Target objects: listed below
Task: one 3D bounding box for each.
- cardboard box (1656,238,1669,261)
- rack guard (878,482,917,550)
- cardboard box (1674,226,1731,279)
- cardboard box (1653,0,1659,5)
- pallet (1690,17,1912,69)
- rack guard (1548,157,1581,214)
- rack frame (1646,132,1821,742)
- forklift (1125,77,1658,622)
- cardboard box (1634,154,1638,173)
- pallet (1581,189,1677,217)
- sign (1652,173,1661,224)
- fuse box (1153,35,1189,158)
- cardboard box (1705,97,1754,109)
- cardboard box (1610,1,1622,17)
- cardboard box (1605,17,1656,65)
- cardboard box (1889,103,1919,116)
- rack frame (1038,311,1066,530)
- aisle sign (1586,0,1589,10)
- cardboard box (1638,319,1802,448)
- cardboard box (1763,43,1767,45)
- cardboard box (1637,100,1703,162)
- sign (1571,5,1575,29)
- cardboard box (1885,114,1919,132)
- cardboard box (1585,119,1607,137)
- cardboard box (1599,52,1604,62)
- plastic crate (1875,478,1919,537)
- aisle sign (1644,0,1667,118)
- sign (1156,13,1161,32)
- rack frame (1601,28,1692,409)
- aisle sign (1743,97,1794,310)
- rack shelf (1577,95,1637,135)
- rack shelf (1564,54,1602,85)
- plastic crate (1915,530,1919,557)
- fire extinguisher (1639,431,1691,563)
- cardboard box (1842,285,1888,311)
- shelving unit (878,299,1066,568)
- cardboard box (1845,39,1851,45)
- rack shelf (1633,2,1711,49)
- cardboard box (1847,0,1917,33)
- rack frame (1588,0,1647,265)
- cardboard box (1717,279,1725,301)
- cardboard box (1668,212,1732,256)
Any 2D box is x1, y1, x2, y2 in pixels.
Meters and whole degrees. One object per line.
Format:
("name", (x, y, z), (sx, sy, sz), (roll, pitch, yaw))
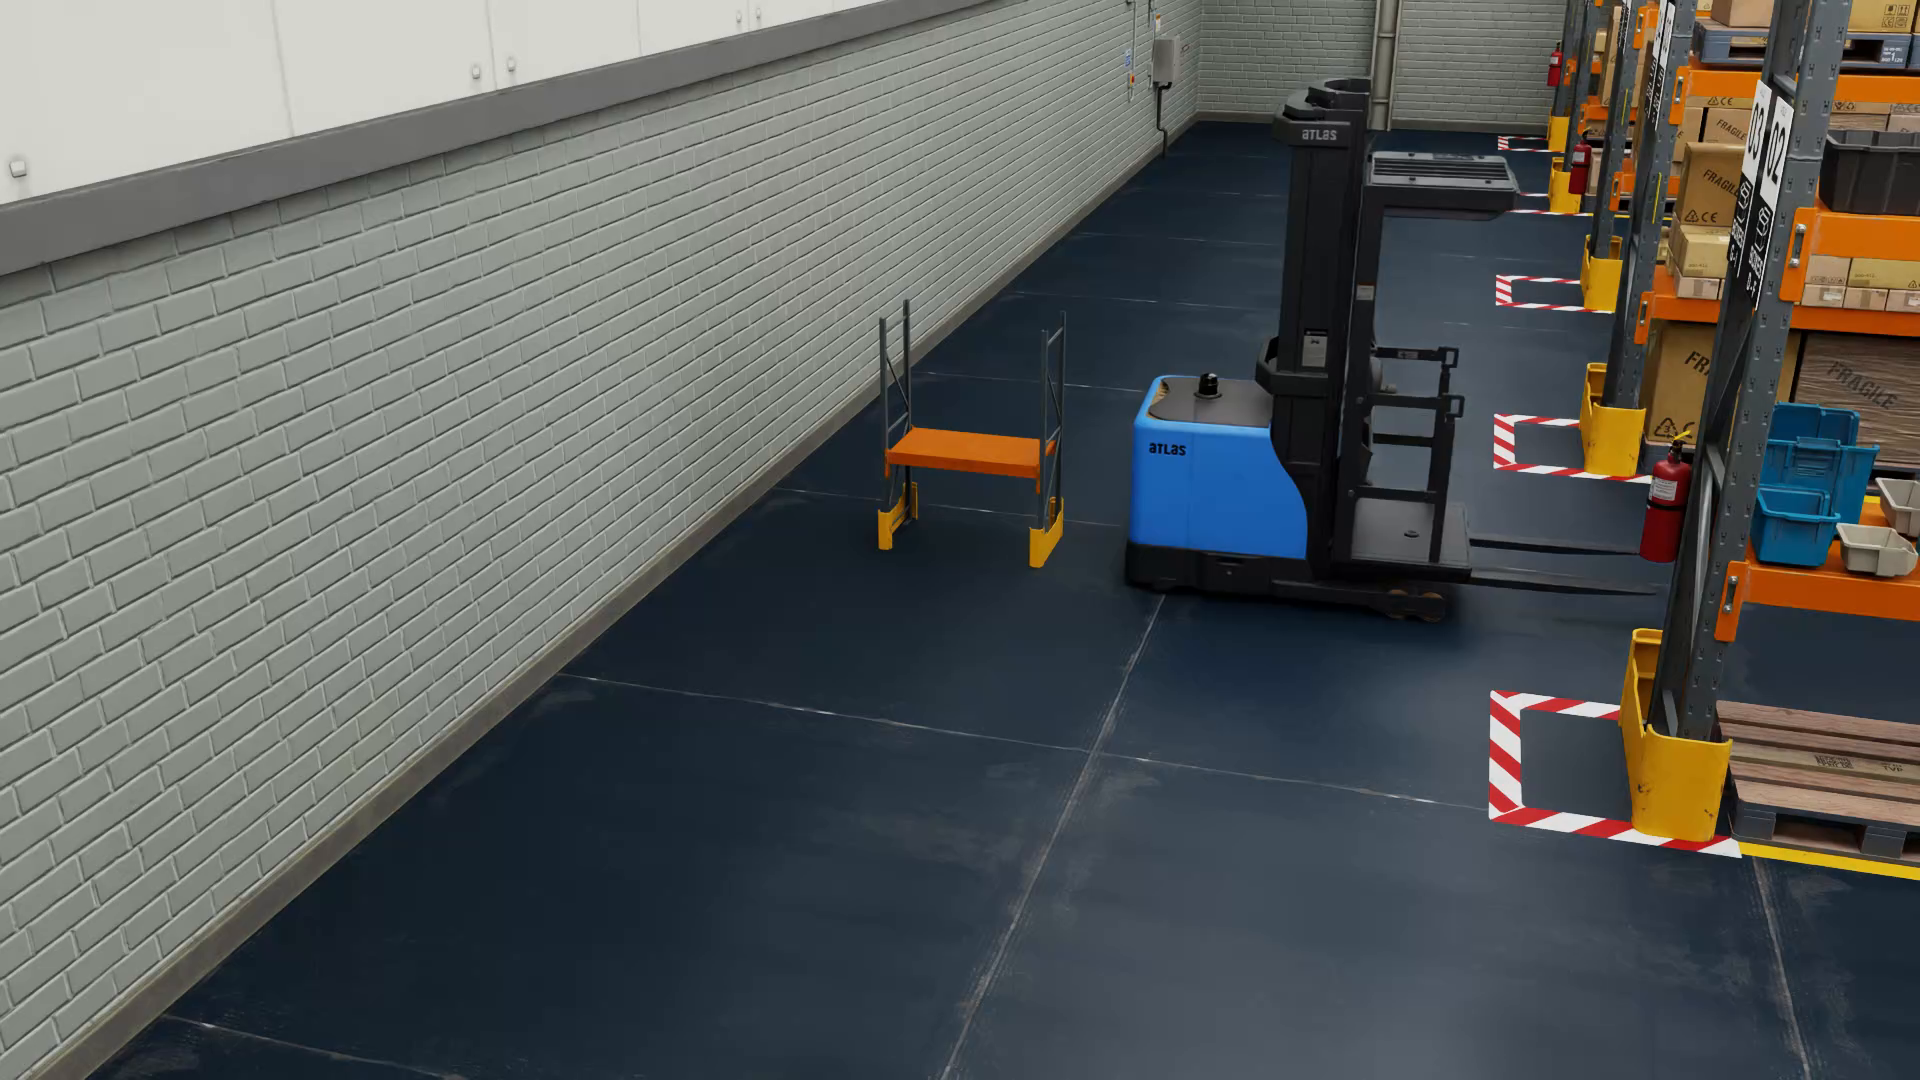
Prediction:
("cardboard box", (6.774, -2.817, 16.104), (0.250, 0.149, 0.380), (5, 23, 13))
("rack guard", (-0.404, -0.162, 10.835), (0.087, 0.250, 0.587), (7, 23, 16))
("cardboard box", (5.222, -1.974, 11.435), (0.500, 0.250, 0.500), (6, 23, 14))
("cardboard box", (6.882, -5.212, 15.769), (0.500, 0.250, 0.500), (6, 23, 14))
("pallet", (5.554, -3.326, 11.089), (1.213, 0.211, 1.003), (7, 23, 15))
("rack guard", (7.680, -4.503, 21.089), (0.348, 0.500, 1.175), (7, 23, 16))
("rack frame", (3.410, -0.257, 7.443), (0.127, 3.000, 1.000), (7, 23, 16))
("forklift", (2.572, -1.105, 9.601), (3.031, 2.935, 1.130), (5, 23, 13))
("cardboard box", (6.586, -3.576, 15.868), (0.250, 0.149, 0.380), (6, 23, 15))
("pallet", (8.491, -4.307, 20.993), (1.213, 0.211, 1.003), (7, 23, 16))
("sign", (4.675, -2.292, 11.161), (0.005, 0.325, 0.100), (7, 23, 16))
("fuse box", (3.045, -6.418, 24.161), (0.414, 1.711, 0.539), (7, 23, 16))
("cardboard box", (7.208, -4.295, 15.447), (0.500, 0.500, 0.500), (7, 23, 17))
("cardboard box", (8.105, -6.499, 20.358), (0.250, 0.149, 0.380), (7, 23, 16))
("cardboard box", (8.081, -6.010, 20.019), (0.500, 0.500, 0.500), (6, 23, 14))
("cardboard box", (8.689, -4.125, 15.031), (0.500, 0.500, 0.500), (7, 23, 17))
("rack frame", (0.568, -0.629, 10.327), (0.032, 1.500, 0.500), (7, 23, 16))
("aisle sign", (7.551, -6.762, 19.877), (0.004, 0.787, 0.394), (7, 23, 16))
("cardboard box", (5.477, -1.226, 12.054), (0.875, 0.875, 0.875), (7, 23, 16))
("cardboard box", (7.866, -4.425, 15.763), (0.500, 0.500, 0.500), (8, 24, 18))
("cardboard box", (6.720, -3.882, 15.757), (0.500, 0.500, 0.500), (8, 24, 18))
("sign", (8.977, -7.664, 24.361), (0.005, 0.325, 0.100), (7, 23, 16))
("cardboard box", (8.682, -3.655, 15.205), (0.500, 0.500, 0.500), (6, 23, 15))
("cardboard box", (9.692, -6.399, 25.153), (0.637, 0.503, 0.797), (6, 23, 13))
("cardboard box", (9.626, -7.198, 24.696), (0.250, 0.149, 0.380), (7, 23, 17))
("plastic crate", (4.243, -0.139, 7.424), (0.243, 0.136, 0.396), (7, 23, 16))
("aisle sign", (4.858, -3.376, 11.622), (0.004, 0.787, 0.394), (7, 23, 16))
("sign", (2.830, -7.398, 23.766), (0.001, 0.242, 0.339), (7, 23, 16))
("rack frame", (4.841, -2.056, 11.831), (0.127, 3.000, 1.000), (7, 23, 16))
("aisle sign", (3.255, -1.359, 6.706), (0.004, 0.787, 0.394), (7, 23, 16))
("rack shelf", (9.618, -5.105, 20.210), (4.000, 0.370, 1.077), (7, 23, 16))
("rack shelf", (11.048, -6.909, 24.608), (4.000, 0.370, 1.077), (7, 23, 16))
("plastic crate", (4.182, 0.012, 6.930), (0.300, 0.233, 0.416), (7, 23, 16))
("fire extinguisher", (3.397, -0.230, 7.972), (0.183, 0.674, 0.296), (7, 23, 16))
("cardboard box", (6.070, -1.669, 11.218), (0.250, 0.149, 0.380), (6, 23, 14))
("shelving unit", (0.073, -0.686, 10.465), (1.083, 1.500, 0.587), (7, 23, 16))
("cardboard box", (10.518, -5.737, 19.355), (0.500, 0.500, 0.500), (6, 23, 15))
("rack shelf", (8.285, -4.683, 15.230), (4.000, 0.370, 1.077), (7, 23, 16))
("cardboard box", (5.858, -3.588, 10.795), (0.500, 0.500, 0.700), (6, 23, 14))
("rack frame", (6.370, -3.847, 16.197), (0.127, 3.000, 1.000), (7, 23, 16))
("cardboard box", (5.331, -1.754, 11.424), (0.250, 0.149, 0.380), (6, 23, 15))
("cardboard box", (5.381, -2.168, 11.908), (0.500, 0.250, 0.500), (6, 23, 15))
